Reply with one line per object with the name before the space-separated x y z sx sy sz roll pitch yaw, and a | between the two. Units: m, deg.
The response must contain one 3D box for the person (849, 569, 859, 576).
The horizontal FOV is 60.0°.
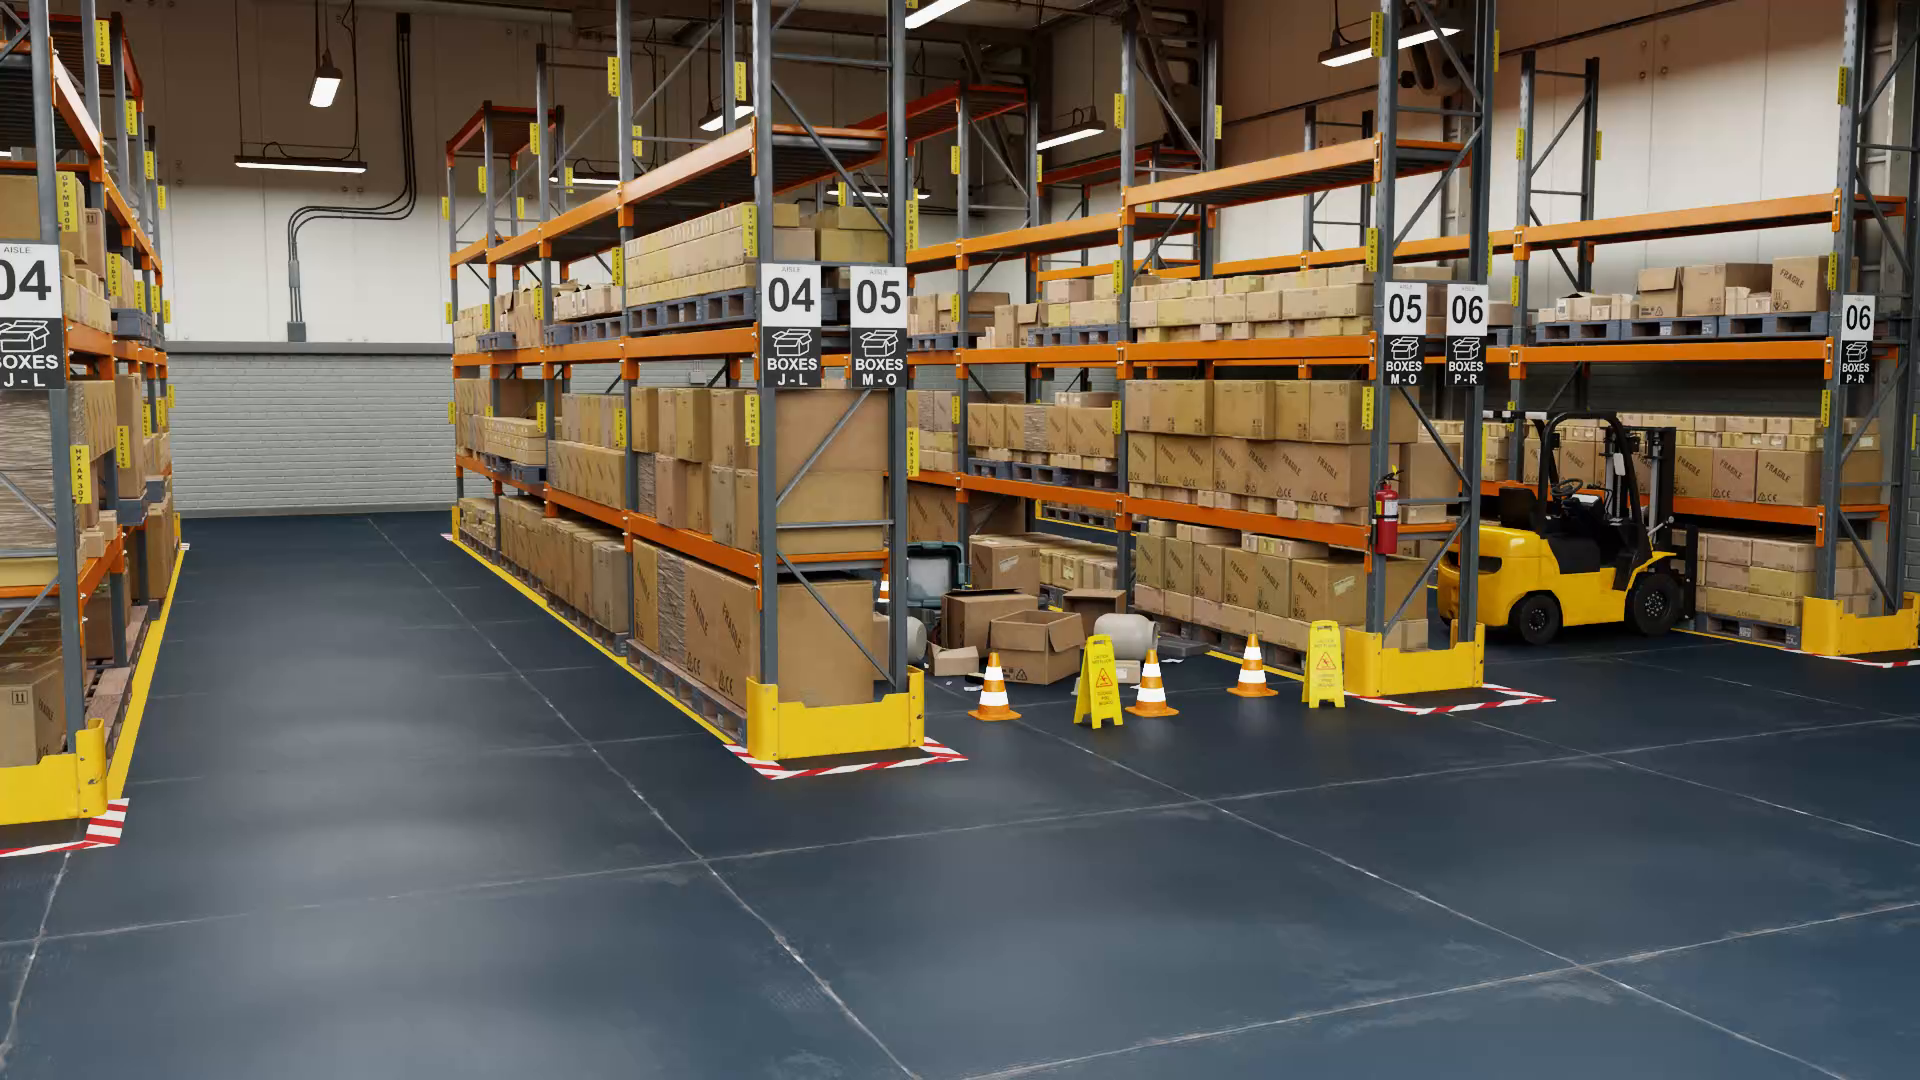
person | -1.323 -0.038 18.523 0.454 1.429 0.539 -2 6 -23
